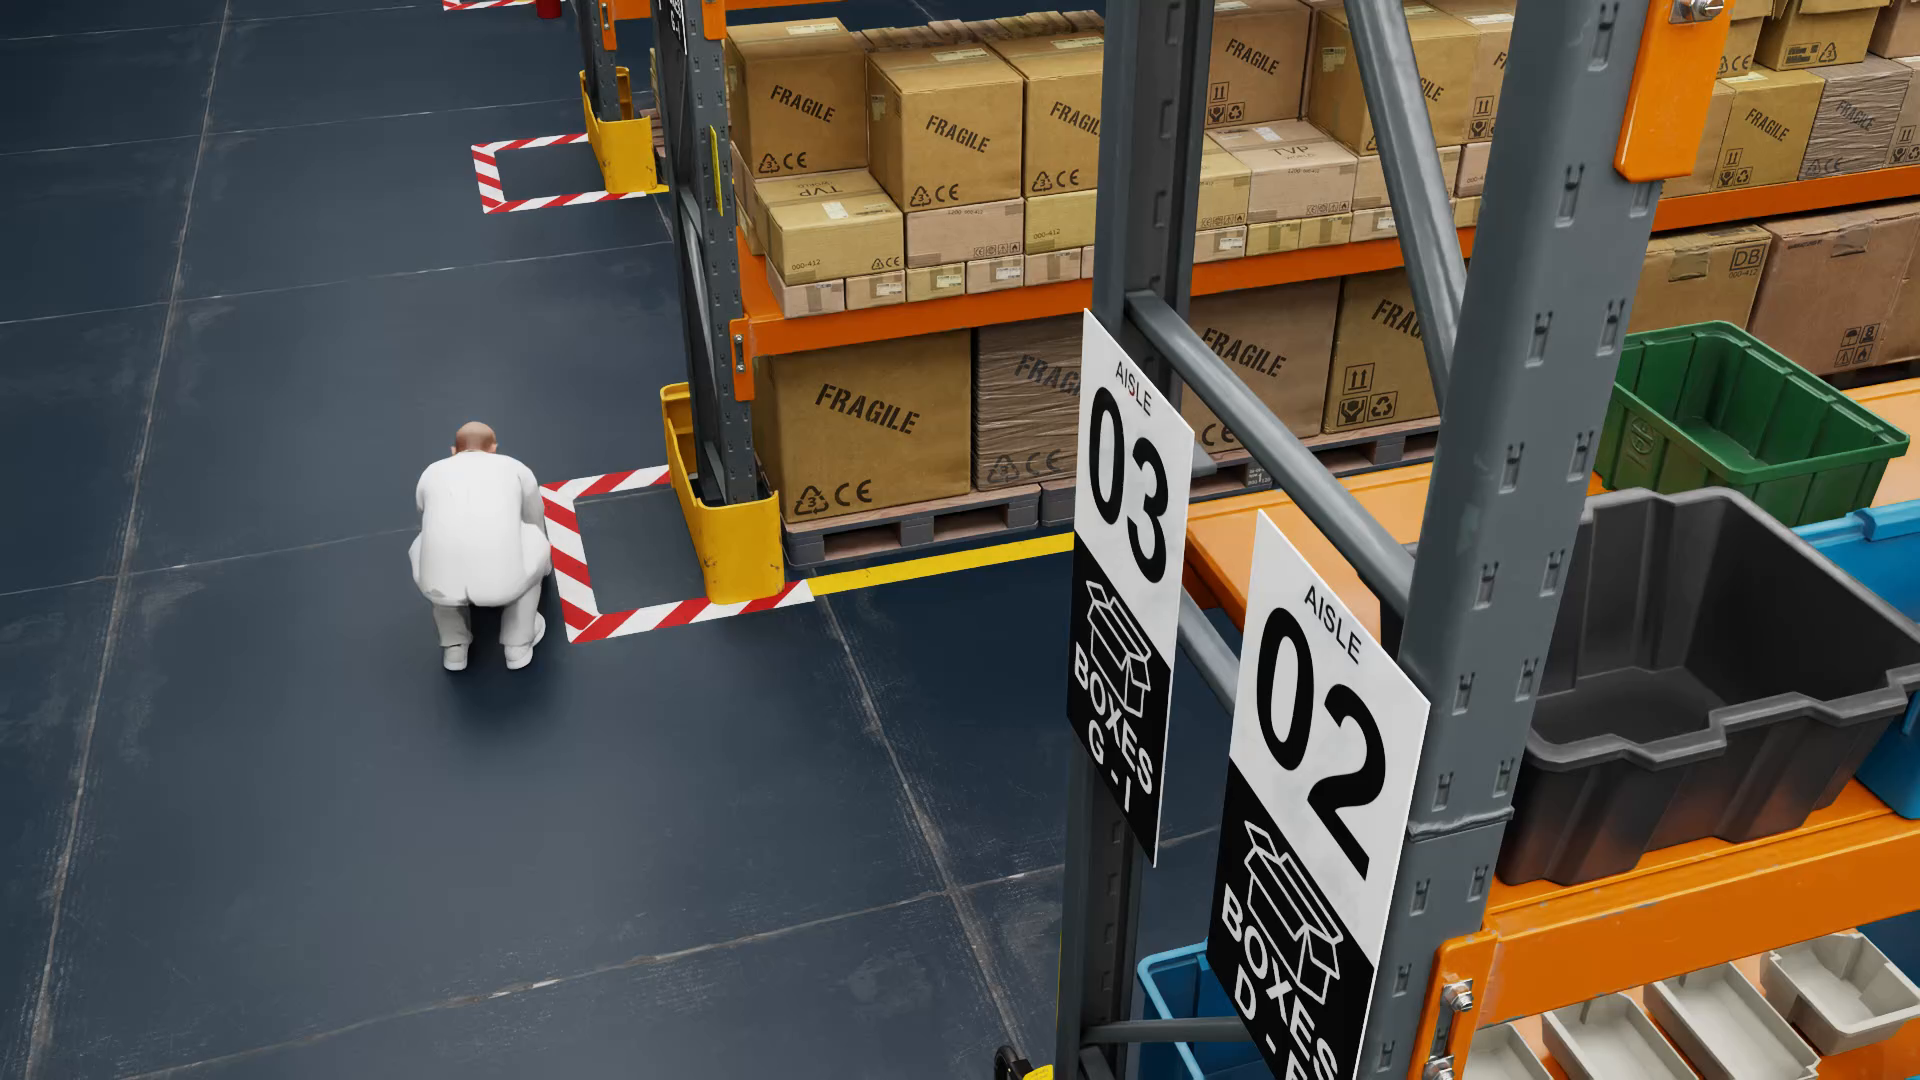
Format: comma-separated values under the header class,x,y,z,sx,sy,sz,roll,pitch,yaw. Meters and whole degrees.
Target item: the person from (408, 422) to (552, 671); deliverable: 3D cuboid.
class,x,y,z,sx,sy,sz,roll,pitch,yaw
person,-2.003,0.048,7.014,0.578,0.825,0.945,-3,34,-4
